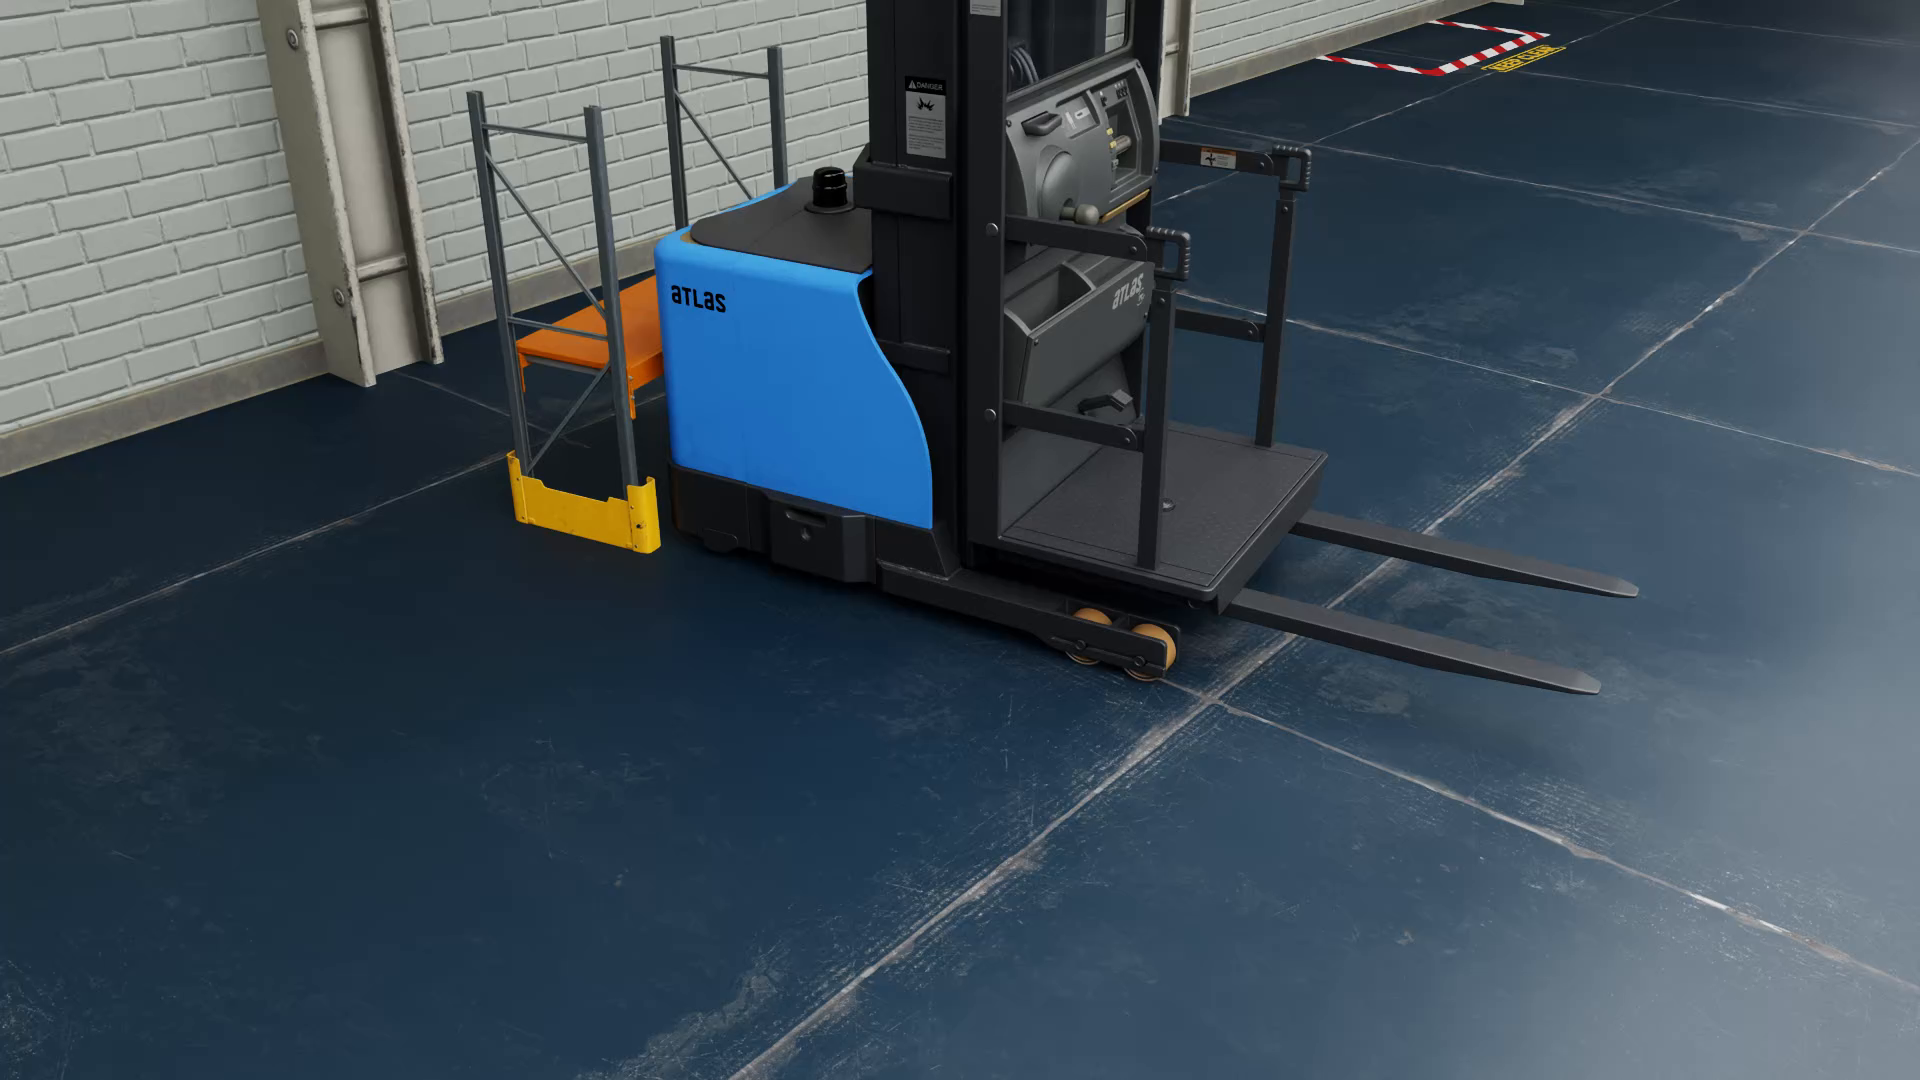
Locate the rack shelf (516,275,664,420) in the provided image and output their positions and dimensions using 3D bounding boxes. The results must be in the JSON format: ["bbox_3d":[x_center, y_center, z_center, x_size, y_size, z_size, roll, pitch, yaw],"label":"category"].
[{"bbox_3d":[-1.081,-0.735,5.929,0.538,0.185,1.000,13,30,24],"label":"rack shelf"}]

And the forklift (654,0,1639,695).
[{"bbox_3d":[0.552,-1.162,4.805,3.031,2.935,1.130,14,31,25],"label":"forklift"}]

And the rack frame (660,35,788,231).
[{"bbox_3d":[-0.852,-1.103,6.249,0.500,1.500,0.032,13,30,24],"label":"rack frame"}]

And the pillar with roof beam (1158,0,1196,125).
[{"bbox_3d":[4.646,-5.622,6.824,9.100,9.000,0.400,21,34,34],"label":"pillar with roof beam"}]

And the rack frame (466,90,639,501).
[{"bbox_3d":[-1.311,-0.686,5.443,0.500,1.500,0.032,13,30,24],"label":"rack frame"}]

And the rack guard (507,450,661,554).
[{"bbox_3d":[-1.301,-0.139,5.746,0.587,0.250,0.087,13,30,24],"label":"rack guard"}]

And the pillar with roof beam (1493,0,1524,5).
[{"bbox_3d":[8.463,-7.749,10.936,9.100,9.000,0.400,21,34,34],"label":"pillar with roof beam"}]

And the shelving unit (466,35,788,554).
[{"bbox_3d":[-1.077,-0.898,5.854,0.587,1.500,1.083,13,30,24],"label":"shelving unit"}]

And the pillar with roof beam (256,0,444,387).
[{"bbox_3d":[0.830,-3.495,2.711,9.100,9.000,0.400,21,34,34],"label":"pillar with roof beam"}]
